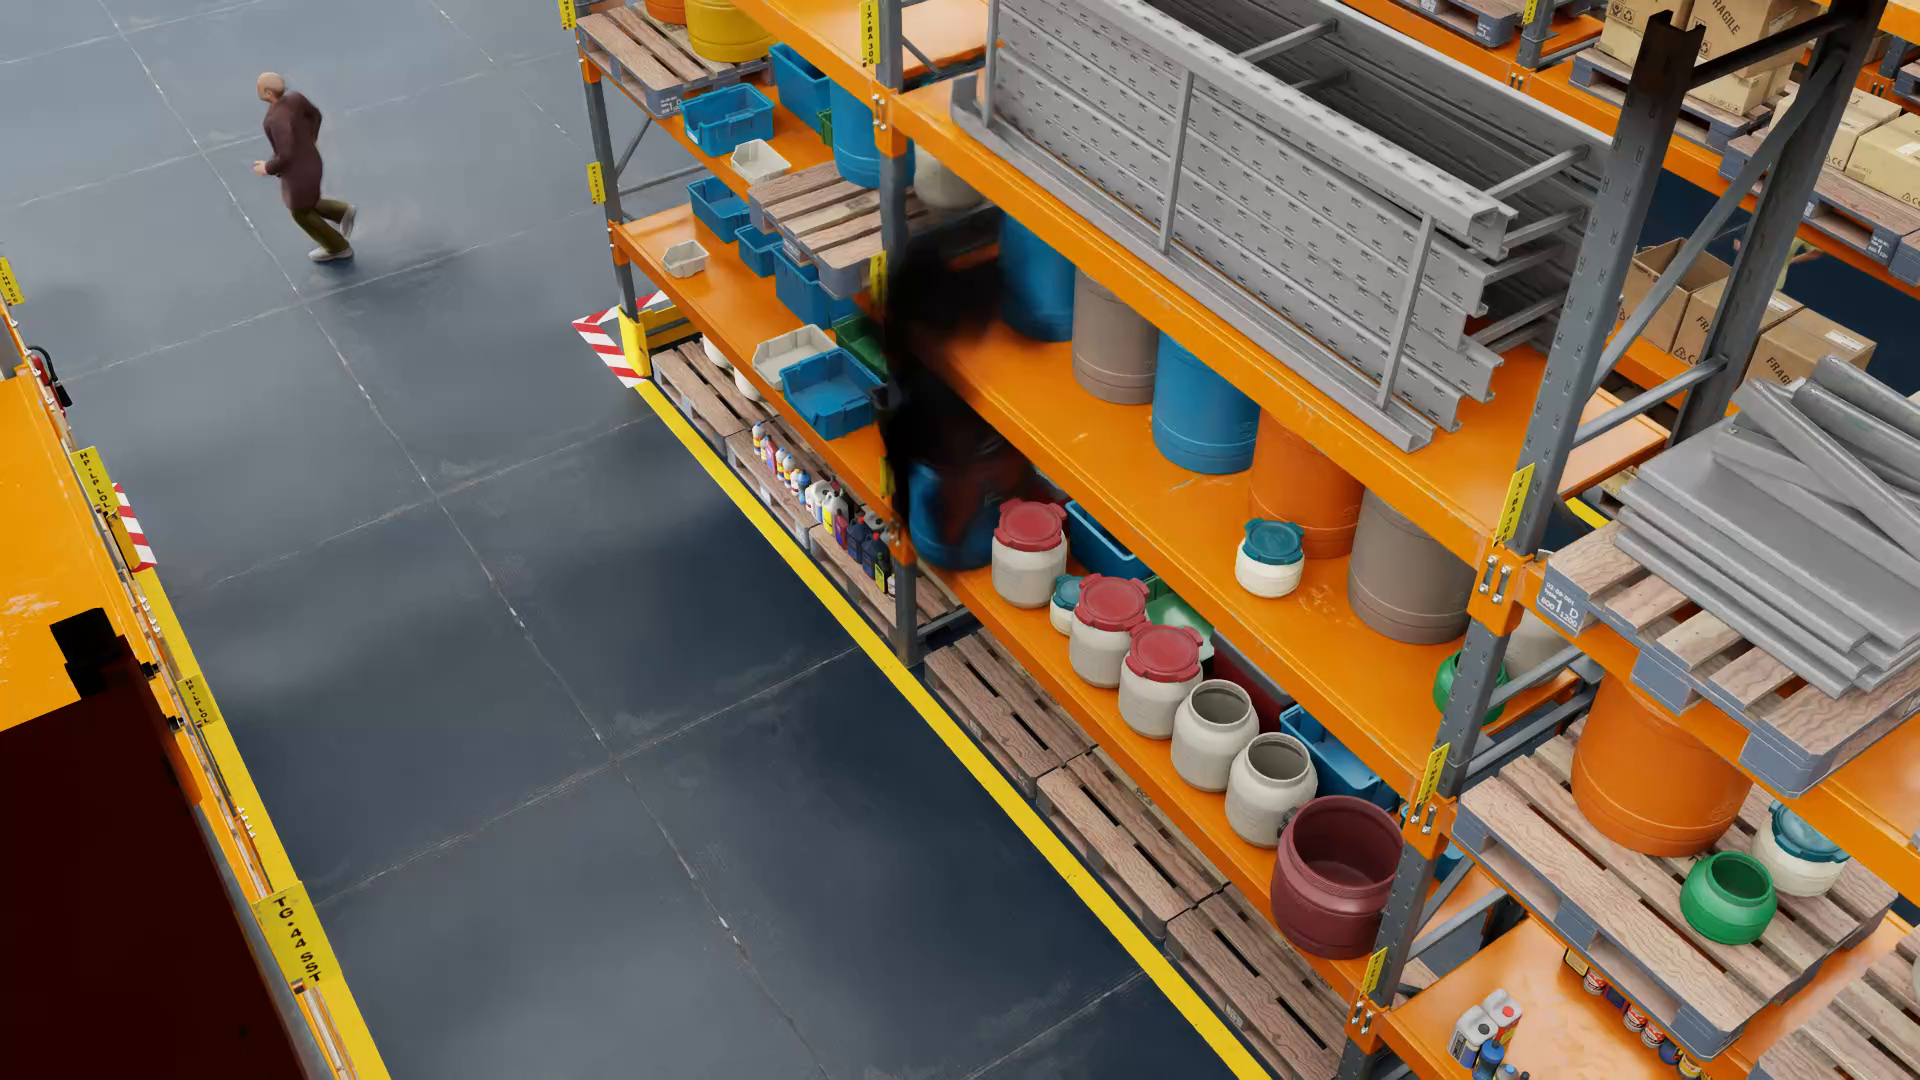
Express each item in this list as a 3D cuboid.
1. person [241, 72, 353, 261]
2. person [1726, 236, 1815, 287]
[{"bbox_3d":[-5.599,-3.104,13.857,0.665,1.730,0.696,-2,43,-2],"label":"person"},{"bbox_3d":[6.072,-1.928,12.639,0.589,1.640,0.854,-25,48,-24],"label":"person"}]
